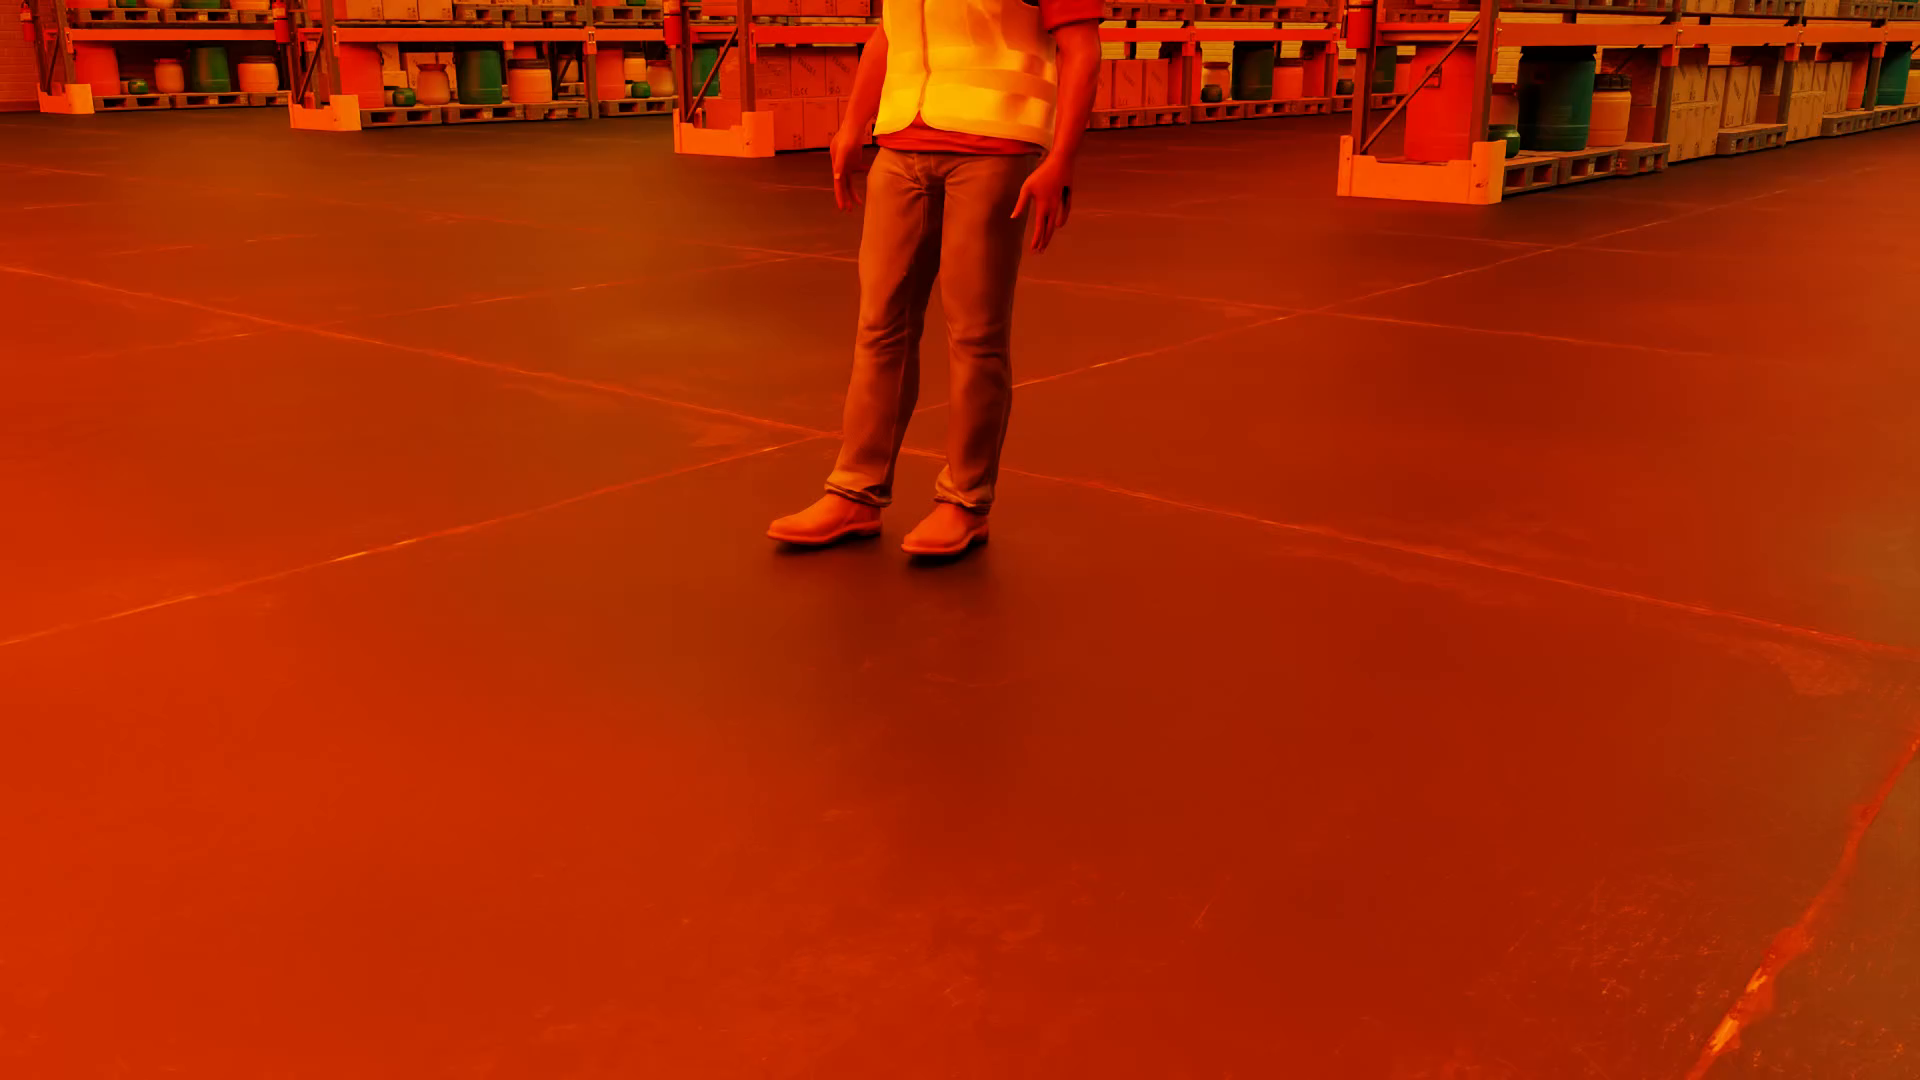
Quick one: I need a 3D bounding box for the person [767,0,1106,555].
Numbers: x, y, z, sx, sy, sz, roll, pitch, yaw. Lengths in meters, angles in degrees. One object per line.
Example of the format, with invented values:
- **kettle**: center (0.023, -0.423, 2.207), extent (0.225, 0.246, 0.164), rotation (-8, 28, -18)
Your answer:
- **person**: center (-0.049, -0.838, 3.636), extent (0.665, 1.765, 0.577), rotation (13, 21, 37)
